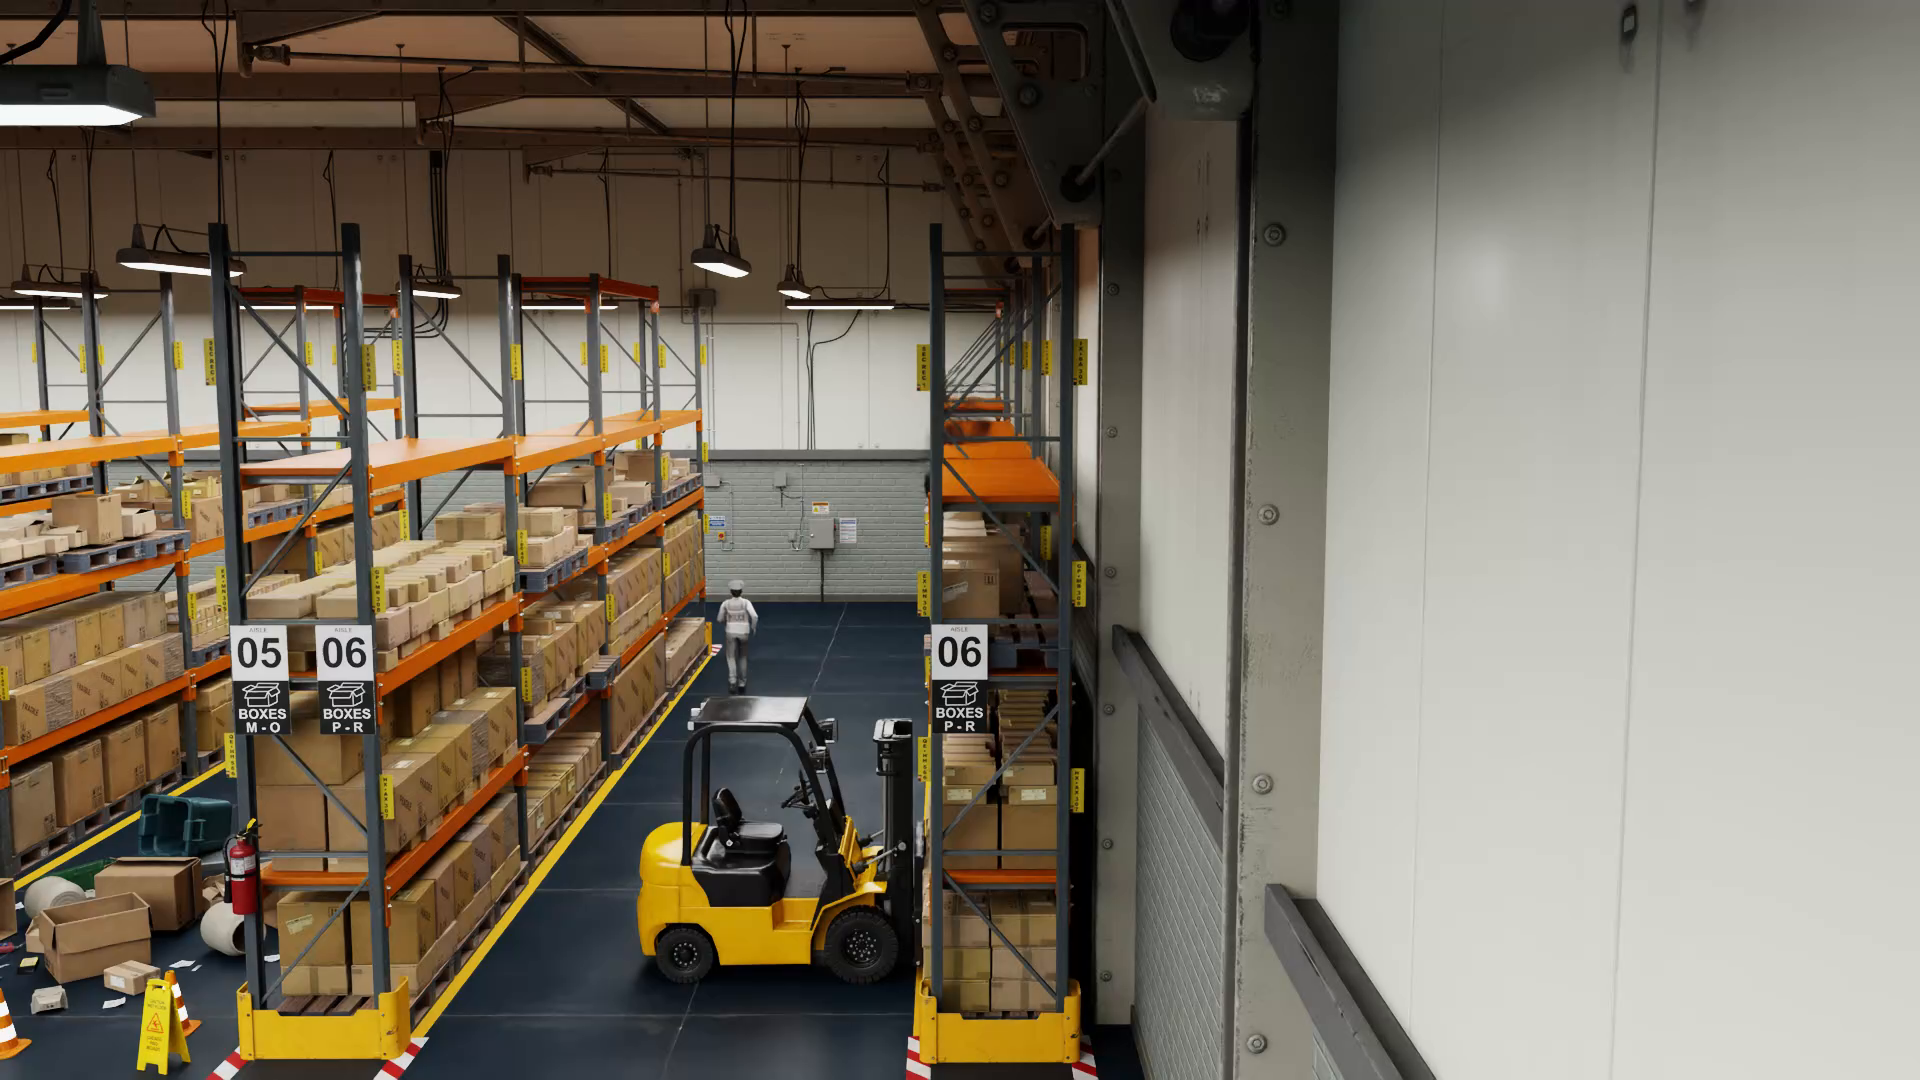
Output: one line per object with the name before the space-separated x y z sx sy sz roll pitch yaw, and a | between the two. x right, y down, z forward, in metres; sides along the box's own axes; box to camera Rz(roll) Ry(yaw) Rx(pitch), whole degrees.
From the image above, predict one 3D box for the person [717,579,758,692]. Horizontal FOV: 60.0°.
person | -3.310 1.423 24.728 0.611 1.681 0.921 -1 7 -8
